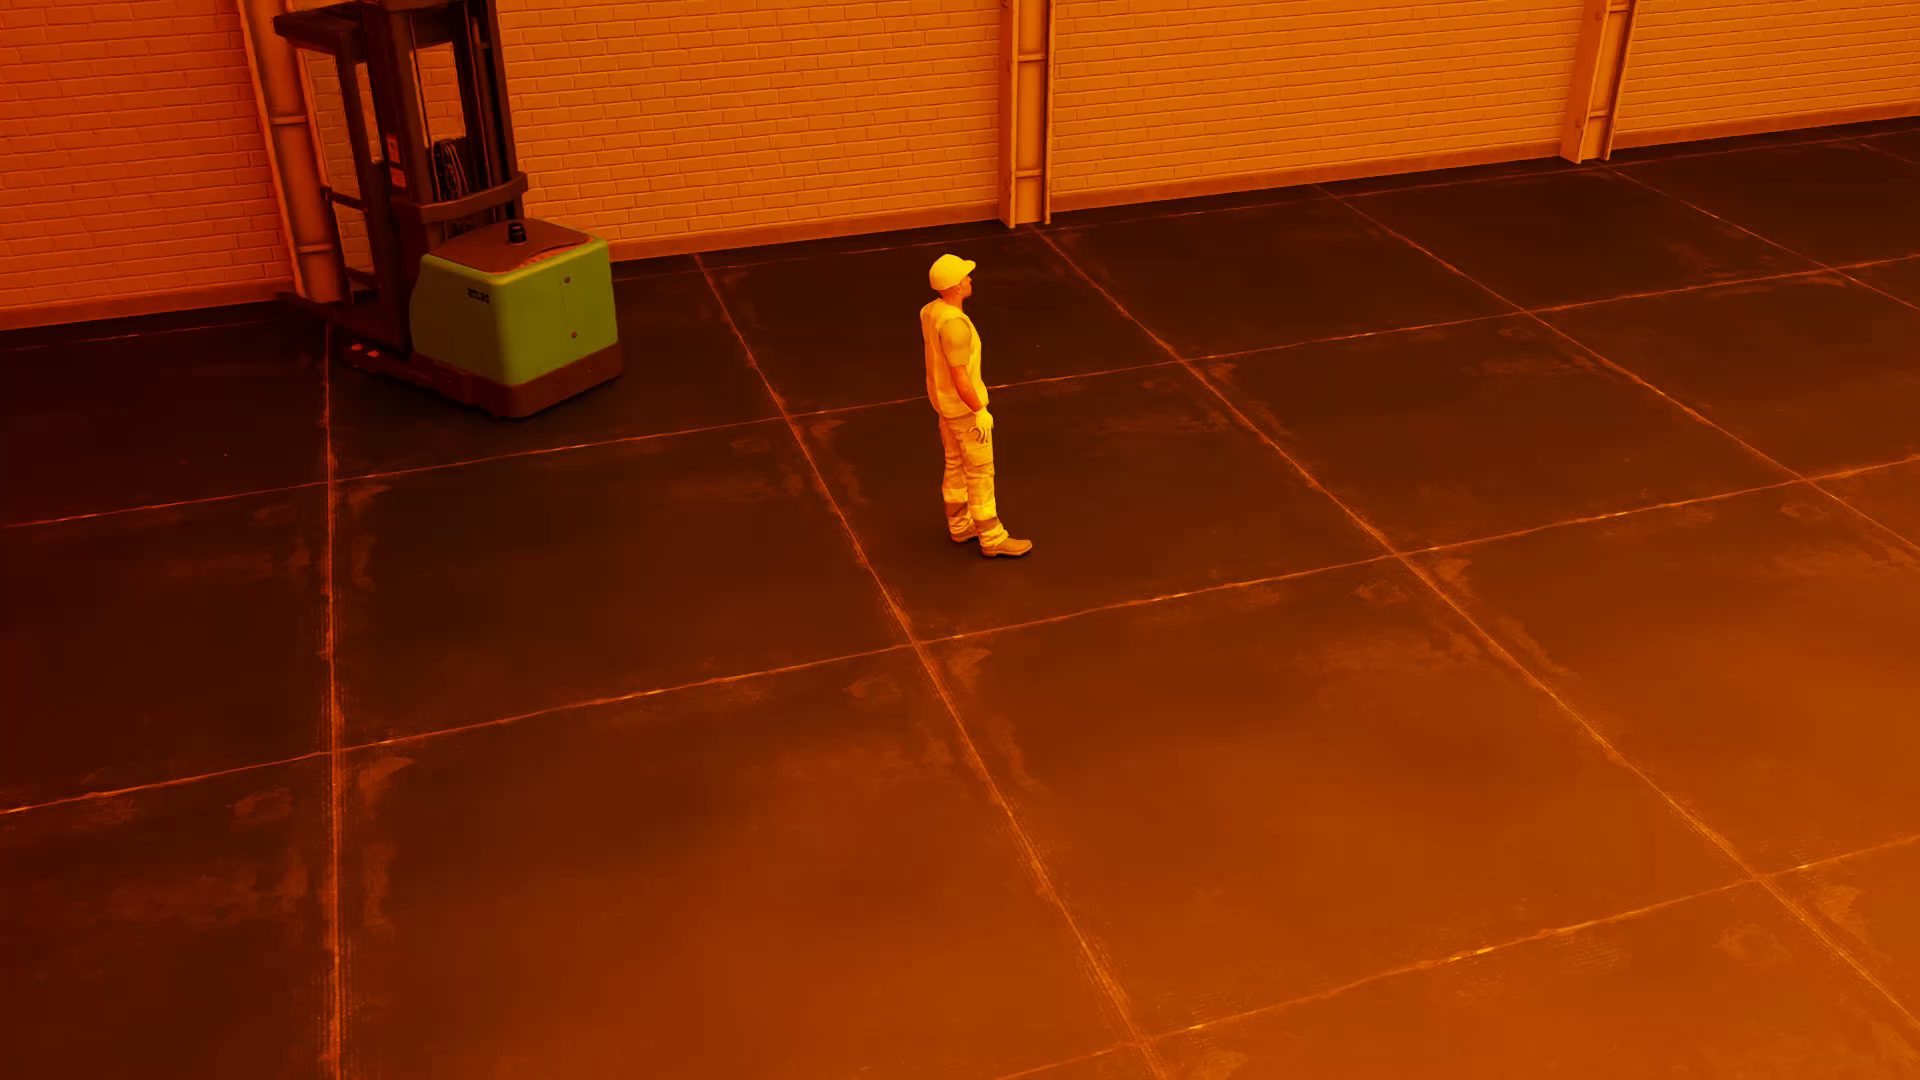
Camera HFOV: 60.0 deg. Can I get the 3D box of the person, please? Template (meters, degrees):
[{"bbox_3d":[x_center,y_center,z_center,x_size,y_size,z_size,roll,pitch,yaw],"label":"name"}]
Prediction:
[{"bbox_3d":[0.080,-0.789,9.589,0.562,1.790,0.637,-10,31,-16],"label":"person"}]

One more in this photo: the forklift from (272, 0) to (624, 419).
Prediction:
[{"bbox_3d":[-3.912,-2.673,11.734,3.031,2.935,1.130,20,36,31],"label":"forklift"}]
